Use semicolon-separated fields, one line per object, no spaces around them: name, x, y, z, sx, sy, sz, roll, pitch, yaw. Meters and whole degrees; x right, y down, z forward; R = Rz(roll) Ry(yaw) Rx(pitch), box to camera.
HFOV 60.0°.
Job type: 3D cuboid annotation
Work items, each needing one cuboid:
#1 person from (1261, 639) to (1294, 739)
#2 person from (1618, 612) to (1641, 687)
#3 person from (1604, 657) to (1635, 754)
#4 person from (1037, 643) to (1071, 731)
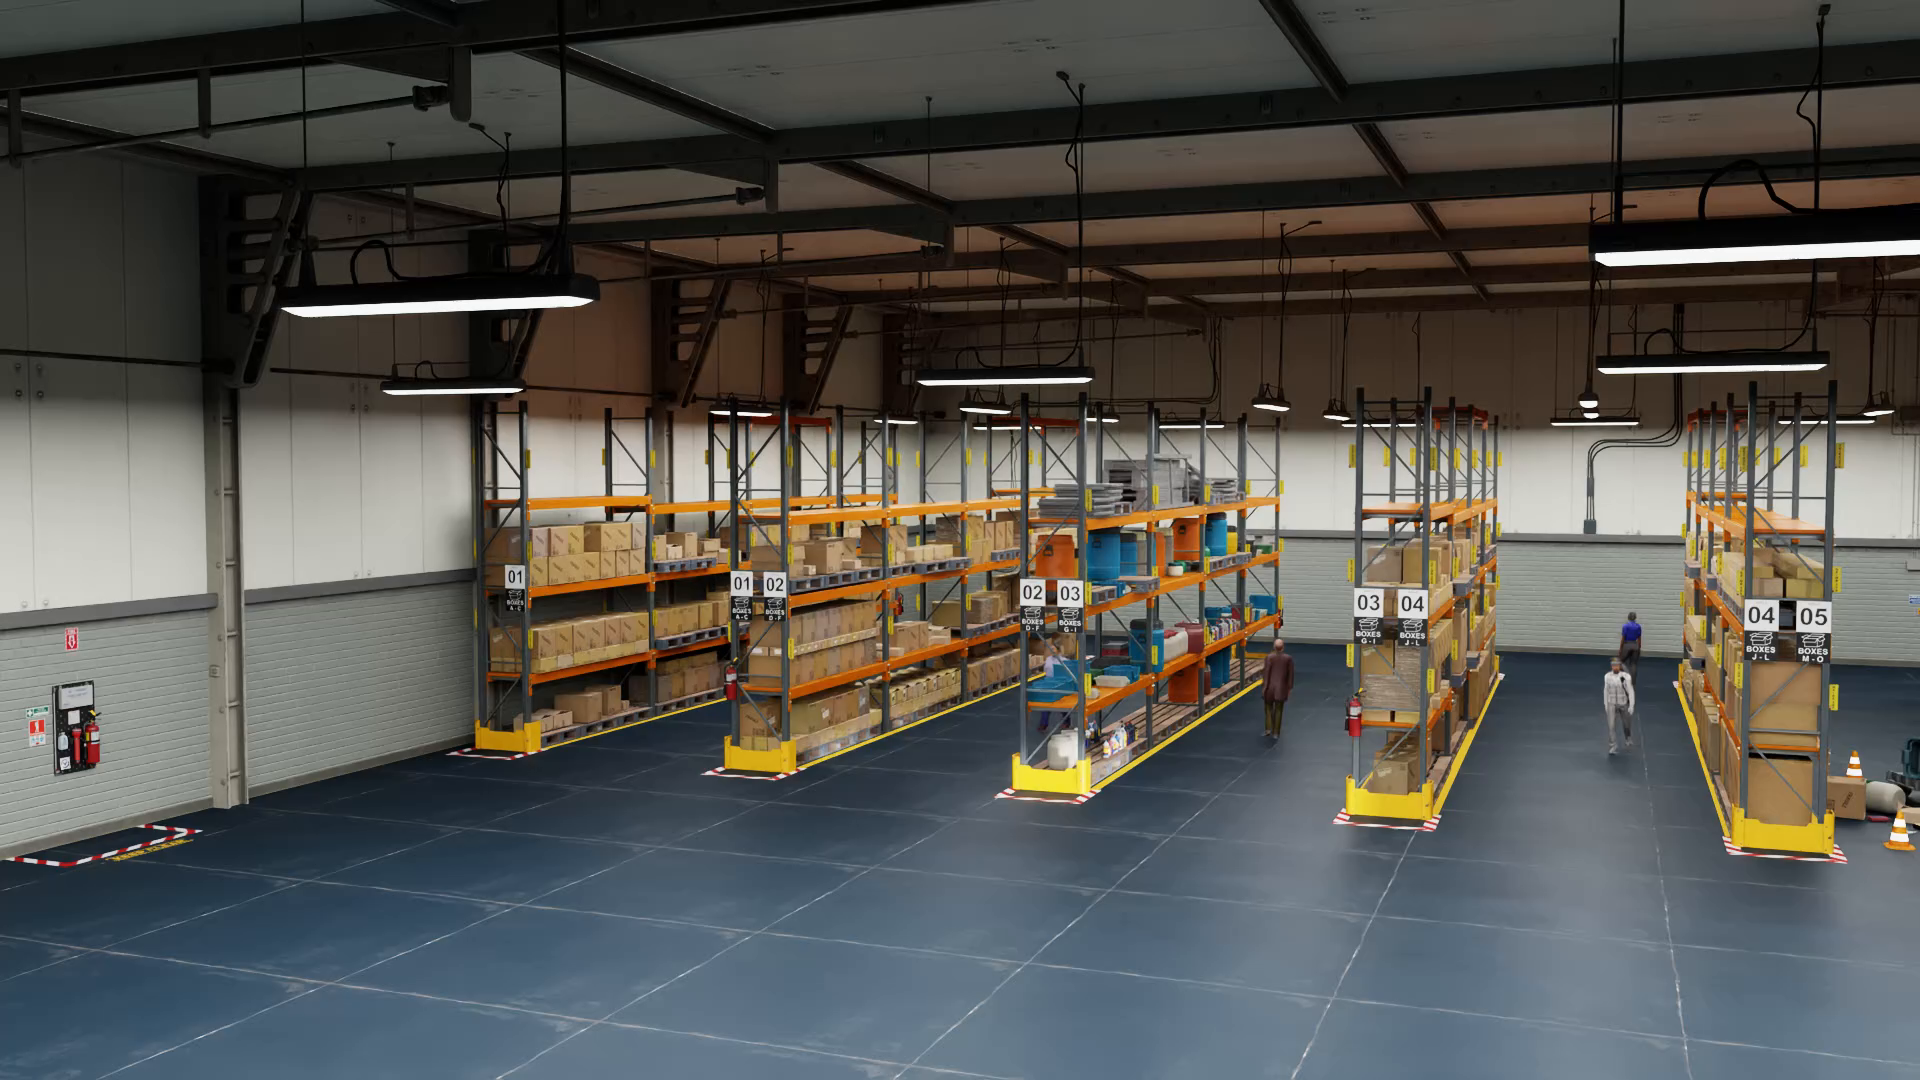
person;5.679;2.683;29.748;0.577;1.814;0.594;1;3;12
person;14.692;2.398;36.398;0.476;1.660;0.468;0;3;-7
person;11.261;2.797;28.393;0.508;1.636;0.941;2;3;30
person;1.736;2.700;30.586;0.501;1.579;0.940;2;3;32
